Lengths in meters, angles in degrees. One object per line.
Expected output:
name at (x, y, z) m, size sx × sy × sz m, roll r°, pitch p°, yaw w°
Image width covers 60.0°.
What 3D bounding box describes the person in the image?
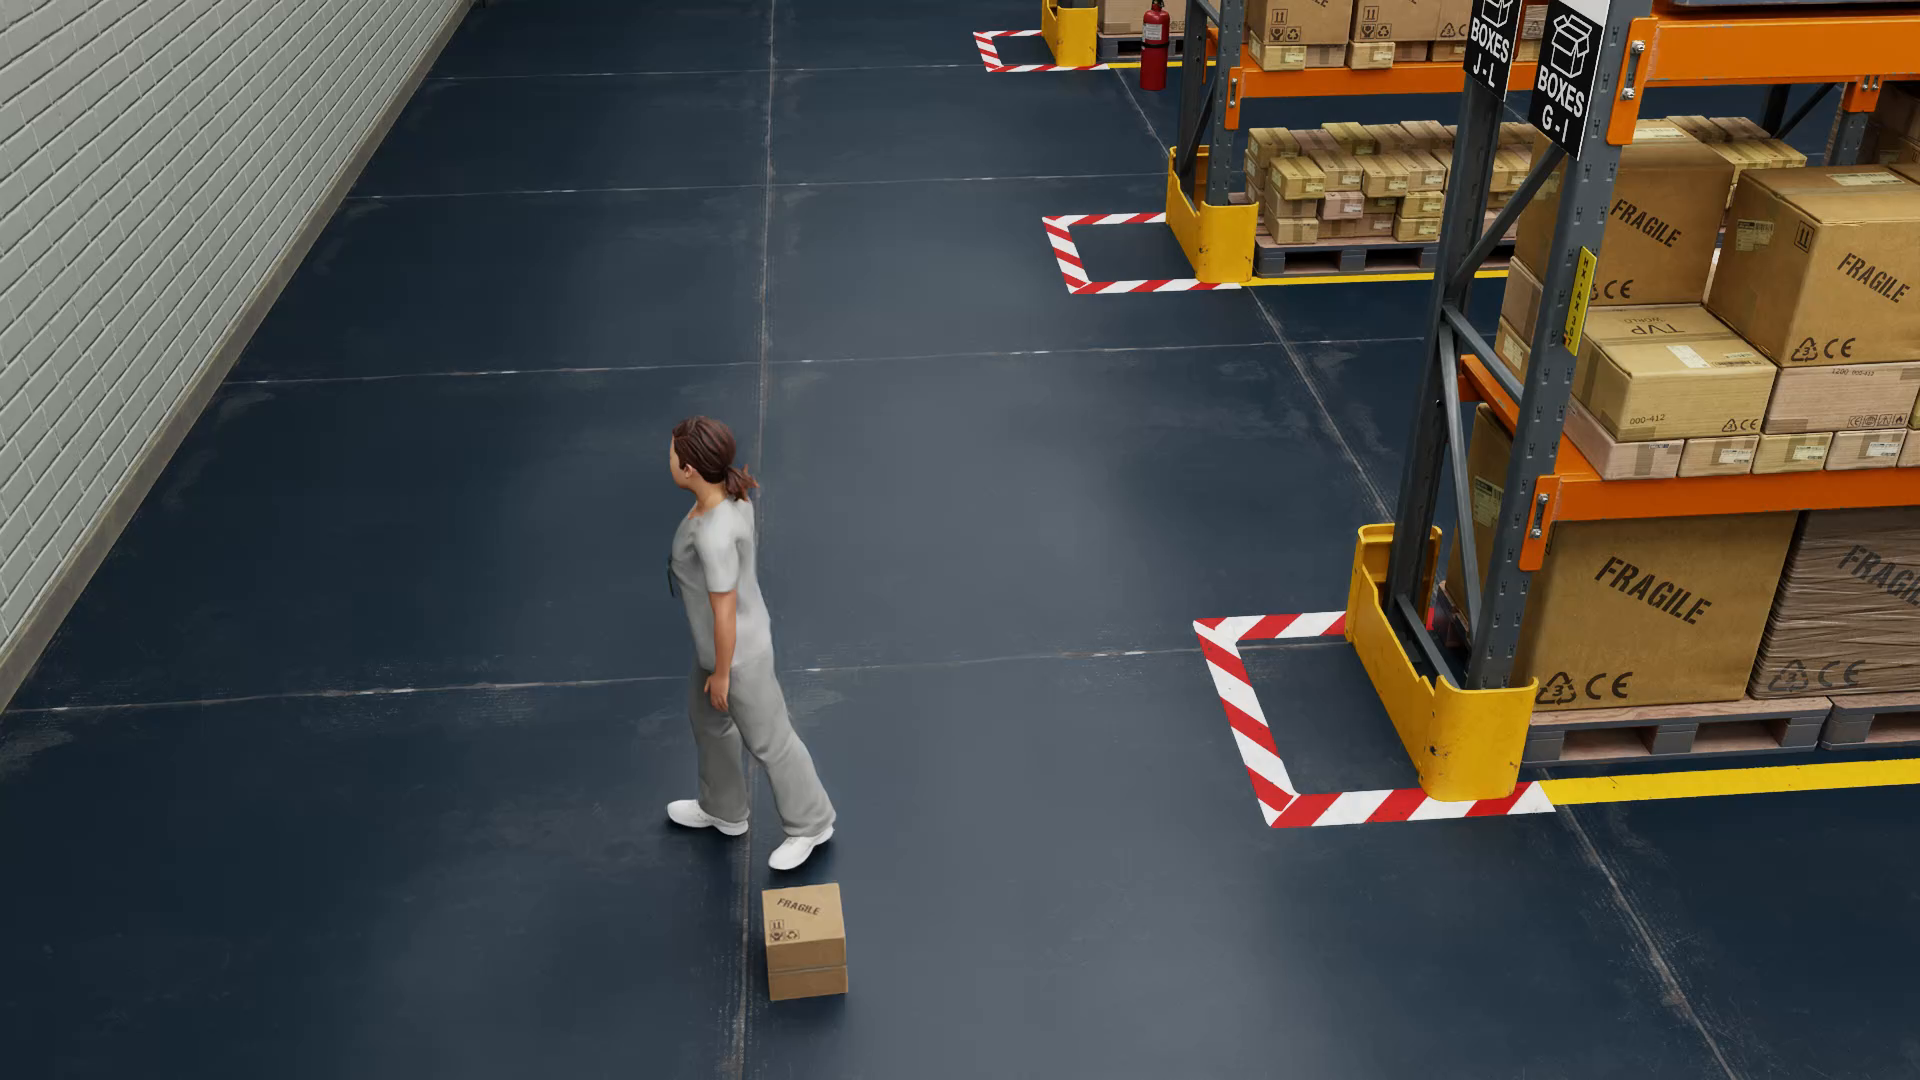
person at (-0.754, 0.353, 5.559) m, size 0.596 × 1.663 × 0.499 m, roll -3°, pitch 31°, yaw -5°
